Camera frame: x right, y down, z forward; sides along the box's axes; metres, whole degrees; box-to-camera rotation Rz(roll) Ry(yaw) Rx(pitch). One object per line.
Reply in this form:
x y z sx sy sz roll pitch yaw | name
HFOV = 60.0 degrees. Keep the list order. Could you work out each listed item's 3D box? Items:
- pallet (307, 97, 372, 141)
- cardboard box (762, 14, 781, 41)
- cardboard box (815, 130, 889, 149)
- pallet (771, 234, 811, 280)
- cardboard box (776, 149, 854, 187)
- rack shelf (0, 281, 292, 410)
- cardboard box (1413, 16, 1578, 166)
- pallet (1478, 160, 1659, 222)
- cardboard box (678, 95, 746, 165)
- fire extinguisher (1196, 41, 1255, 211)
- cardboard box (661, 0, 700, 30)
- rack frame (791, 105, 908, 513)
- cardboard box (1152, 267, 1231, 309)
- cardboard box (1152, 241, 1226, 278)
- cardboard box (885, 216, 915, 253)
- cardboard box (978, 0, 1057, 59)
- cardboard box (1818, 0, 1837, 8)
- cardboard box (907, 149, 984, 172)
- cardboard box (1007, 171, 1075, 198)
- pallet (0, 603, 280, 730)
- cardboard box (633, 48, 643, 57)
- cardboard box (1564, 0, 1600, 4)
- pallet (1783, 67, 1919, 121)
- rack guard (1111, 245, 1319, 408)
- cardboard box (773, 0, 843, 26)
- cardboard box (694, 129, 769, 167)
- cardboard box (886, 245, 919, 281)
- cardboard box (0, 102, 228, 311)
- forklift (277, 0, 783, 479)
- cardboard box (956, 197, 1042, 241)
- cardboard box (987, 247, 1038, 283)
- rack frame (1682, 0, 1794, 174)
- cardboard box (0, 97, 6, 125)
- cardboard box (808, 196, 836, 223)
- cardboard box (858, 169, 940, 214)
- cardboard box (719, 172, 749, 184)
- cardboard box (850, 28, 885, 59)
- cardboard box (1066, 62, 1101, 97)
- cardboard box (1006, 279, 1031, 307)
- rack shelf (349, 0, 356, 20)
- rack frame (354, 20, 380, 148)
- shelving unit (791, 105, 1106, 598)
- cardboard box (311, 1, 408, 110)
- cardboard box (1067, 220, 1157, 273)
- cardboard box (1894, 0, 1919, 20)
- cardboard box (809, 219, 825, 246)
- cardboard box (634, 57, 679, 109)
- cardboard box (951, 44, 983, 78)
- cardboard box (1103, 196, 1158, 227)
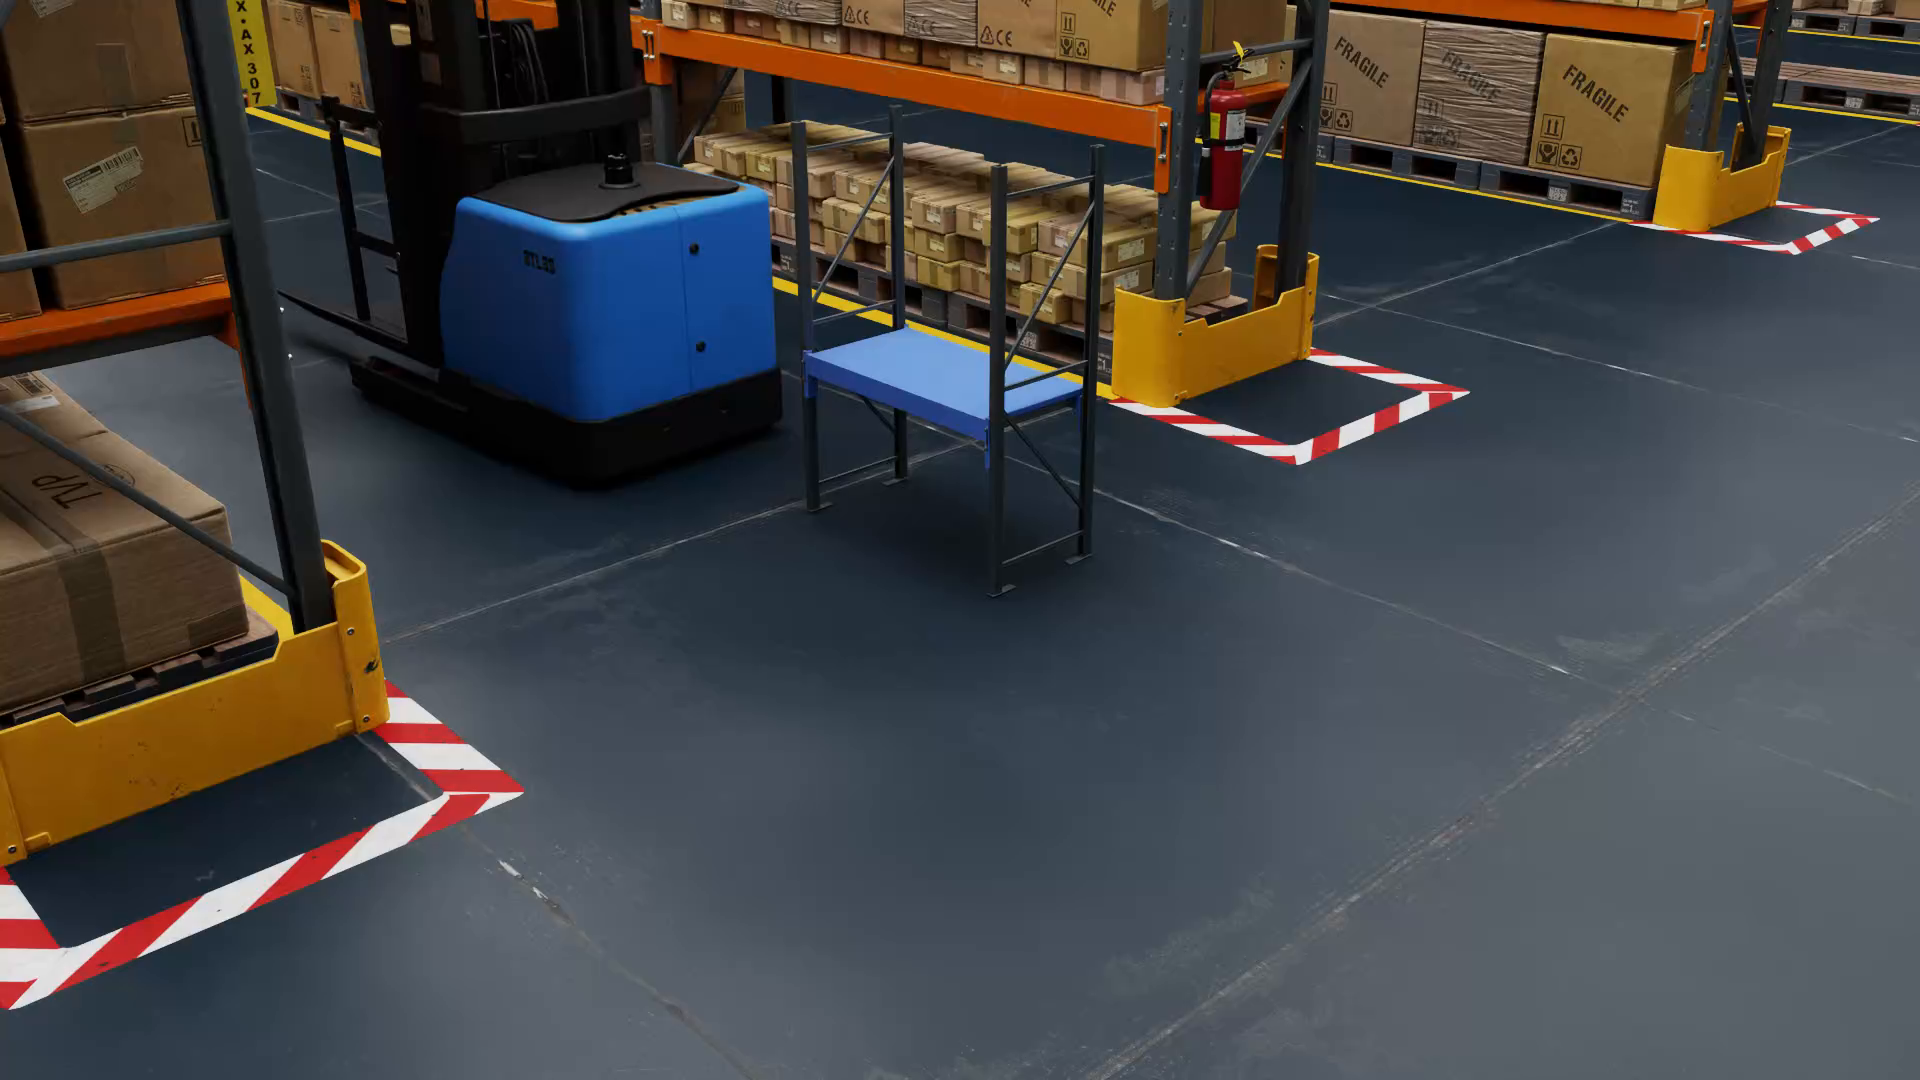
-4.676 -3.563 13.805 1.003 0.211 1.213 -21 32 -38 | pallet
-0.871 -2.859 9.206 0.250 0.149 0.380 22 33 39 | cardboard box
-0.646 -2.350 10.000 0.380 0.149 0.250 -22 32 -39 | cardboard box
-0.974 -1.897 10.154 1.003 0.211 1.213 -21 32 -38 | pallet
-0.826 -2.125 9.507 0.380 0.149 0.250 -22 33 -40 | cardboard box
-3.636 -0.991 5.675 1.077 0.370 4.000 -21 32 -38 | rack shelf
3.847 -3.195 11.694 0.875 0.875 0.875 -21 32 -38 | cardboard box
4.361 -2.475 11.421 1.003 0.211 1.213 -21 32 -38 | pallet
-1.770 -2.712 11.087 0.500 0.500 0.500 -20 31 -37 | cardboard box
1.111 -1.735 6.982 0.296 0.674 0.183 -21 32 -38 | fire extinguisher
-1.504 -3.066 9.660 0.380 0.149 0.250 -20 31 -37 | cardboard box
-0.406 -0.862 6.333 0.500 1.500 0.032 -21 32 -38 | rack frame
1.151 -1.291 8.395 0.380 0.149 0.250 -20 32 -37 | cardboard box
1.105 -1.408 8.293 0.380 0.149 0.250 -20 31 -36 | cardboard box
-0.175 -1.649 8.821 0.380 0.149 0.250 -19 31 -36 | cardboard box
0.432 -2.549 7.744 0.500 0.500 0.500 -22 32 -39 | cardboard box
10.061 -6.516 19.400 0.500 0.500 0.500 -21 32 -38 | cardboard box
-0.080 -2.116 9.486 0.250 0.149 0.380 22 33 40 | cardboard box
0.398 -1.868 8.942 0.380 0.149 0.250 -20 31 -37 | cardboard box
-2.872 0.336 5.259 1.003 0.211 1.213 -21 32 -38 | pallet
-2.136 -3.214 11.283 0.500 0.250 0.500 -20 31 -37 | cardboard box
4.131 -3.579 10.784 0.380 0.149 0.250 -21 32 -38 | cardboard box
8.045 -3.921 14.591 1.003 0.211 1.213 -21 32 -38 | pallet
1.224 -1.033 7.912 1.175 0.500 0.348 -21 32 -38 | rack guard
-0.643 -3.008 8.750 0.500 0.500 0.500 -22 33 -39 | cardboard box
-1.374 -2.361 10.023 0.380 0.149 0.250 -20 31 -36 | cardboard box
-0.174 -1.514 8.885 0.380 0.149 0.250 -20 32 -37 | cardboard box
-2.387 -0.985 4.674 0.500 0.500 0.500 -22 32 -39 | cardboard box
-2.184 -2.084 7.287 3.031 2.935 1.130 22 32 39 | forklift
0.198 -1.632 8.425 0.250 0.149 0.380 22 33 40 | cardboard box
0.350 -1.413 8.303 0.250 0.149 0.380 22 33 40 | cardboard box
4.965 -3.524 10.360 1.000 3.000 0.127 -21 32 -38 | rack frame
-2.772 -1.291 4.142 0.500 0.500 0.500 -20 31 -37 | cardboard box
-0.660 -1.901 9.373 0.380 0.149 0.250 -19 31 -36 | cardboard box
-0.325 -1.880 8.969 0.380 0.149 0.250 -21 32 -38 | cardboard box
-1.206 -2.137 9.890 0.380 0.149 0.250 -21 32 -38 | cardboard box
-0.351 -2.613 8.666 0.380 0.149 0.250 -20 31 -37 | cardboard box
0.704 -2.138 7.624 0.380 0.149 0.250 -21 32 -39 | cardboard box
0.396 -1.295 8.404 0.380 0.149 0.250 -21 32 -39 | cardboard box
-5.559 -4.850 14.133 1.077 0.370 4.000 -21 32 -38 | rack shelf
-4.192 -4.571 12.656 1.000 3.000 0.127 -21 32 -38 | rack frame
-0.058 -0.708 5.995 0.538 1.500 1.048 -21 32 -38 | shelving unit
-4.543 -3.949 13.496 1.050 0.750 0.750 -22 32 -39 | cardboard box
0.729 -1.401 7.918 0.380 0.149 0.250 -21 32 -38 | cardboard box
10.753 -6.041 18.357 0.797 0.503 0.637 -21 32 -38 | cardboard box
-0.635 -1.776 9.458 0.250 0.149 0.380 22 33 40 | cardboard box
-2.152 -2.908 10.613 0.500 0.250 0.500 -22 33 -40 | cardboard box
0.171 -2.368 8.130 0.250 0.149 0.380 22 33 39 | cardboard box
0.889 -1.617 8.392 0.380 0.149 0.250 -21 32 -38 | cardboard box
